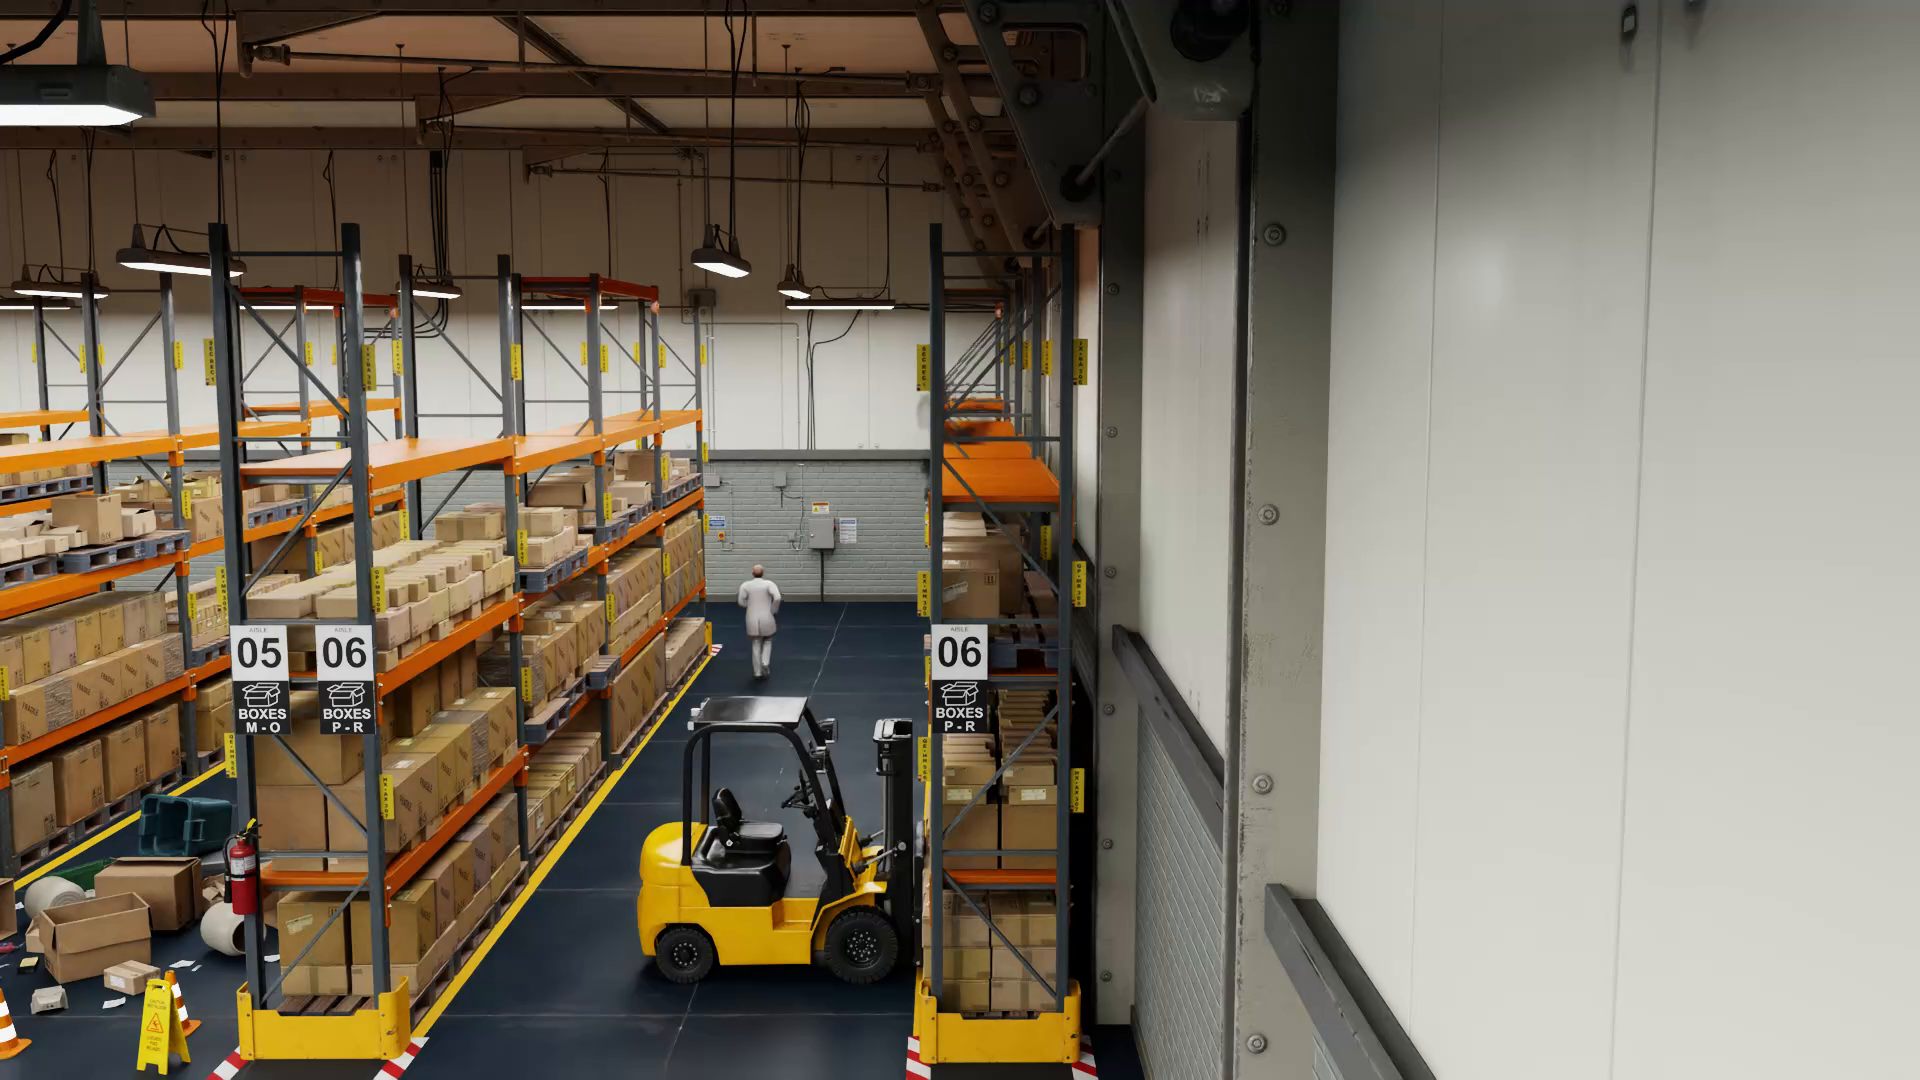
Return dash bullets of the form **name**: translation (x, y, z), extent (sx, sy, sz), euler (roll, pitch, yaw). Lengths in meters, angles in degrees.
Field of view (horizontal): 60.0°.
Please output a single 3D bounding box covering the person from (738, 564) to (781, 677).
- **person**: translation (-3.117, 1.281, 26.007), extent (0.687, 1.827, 0.670), euler (0, 7, -2)
